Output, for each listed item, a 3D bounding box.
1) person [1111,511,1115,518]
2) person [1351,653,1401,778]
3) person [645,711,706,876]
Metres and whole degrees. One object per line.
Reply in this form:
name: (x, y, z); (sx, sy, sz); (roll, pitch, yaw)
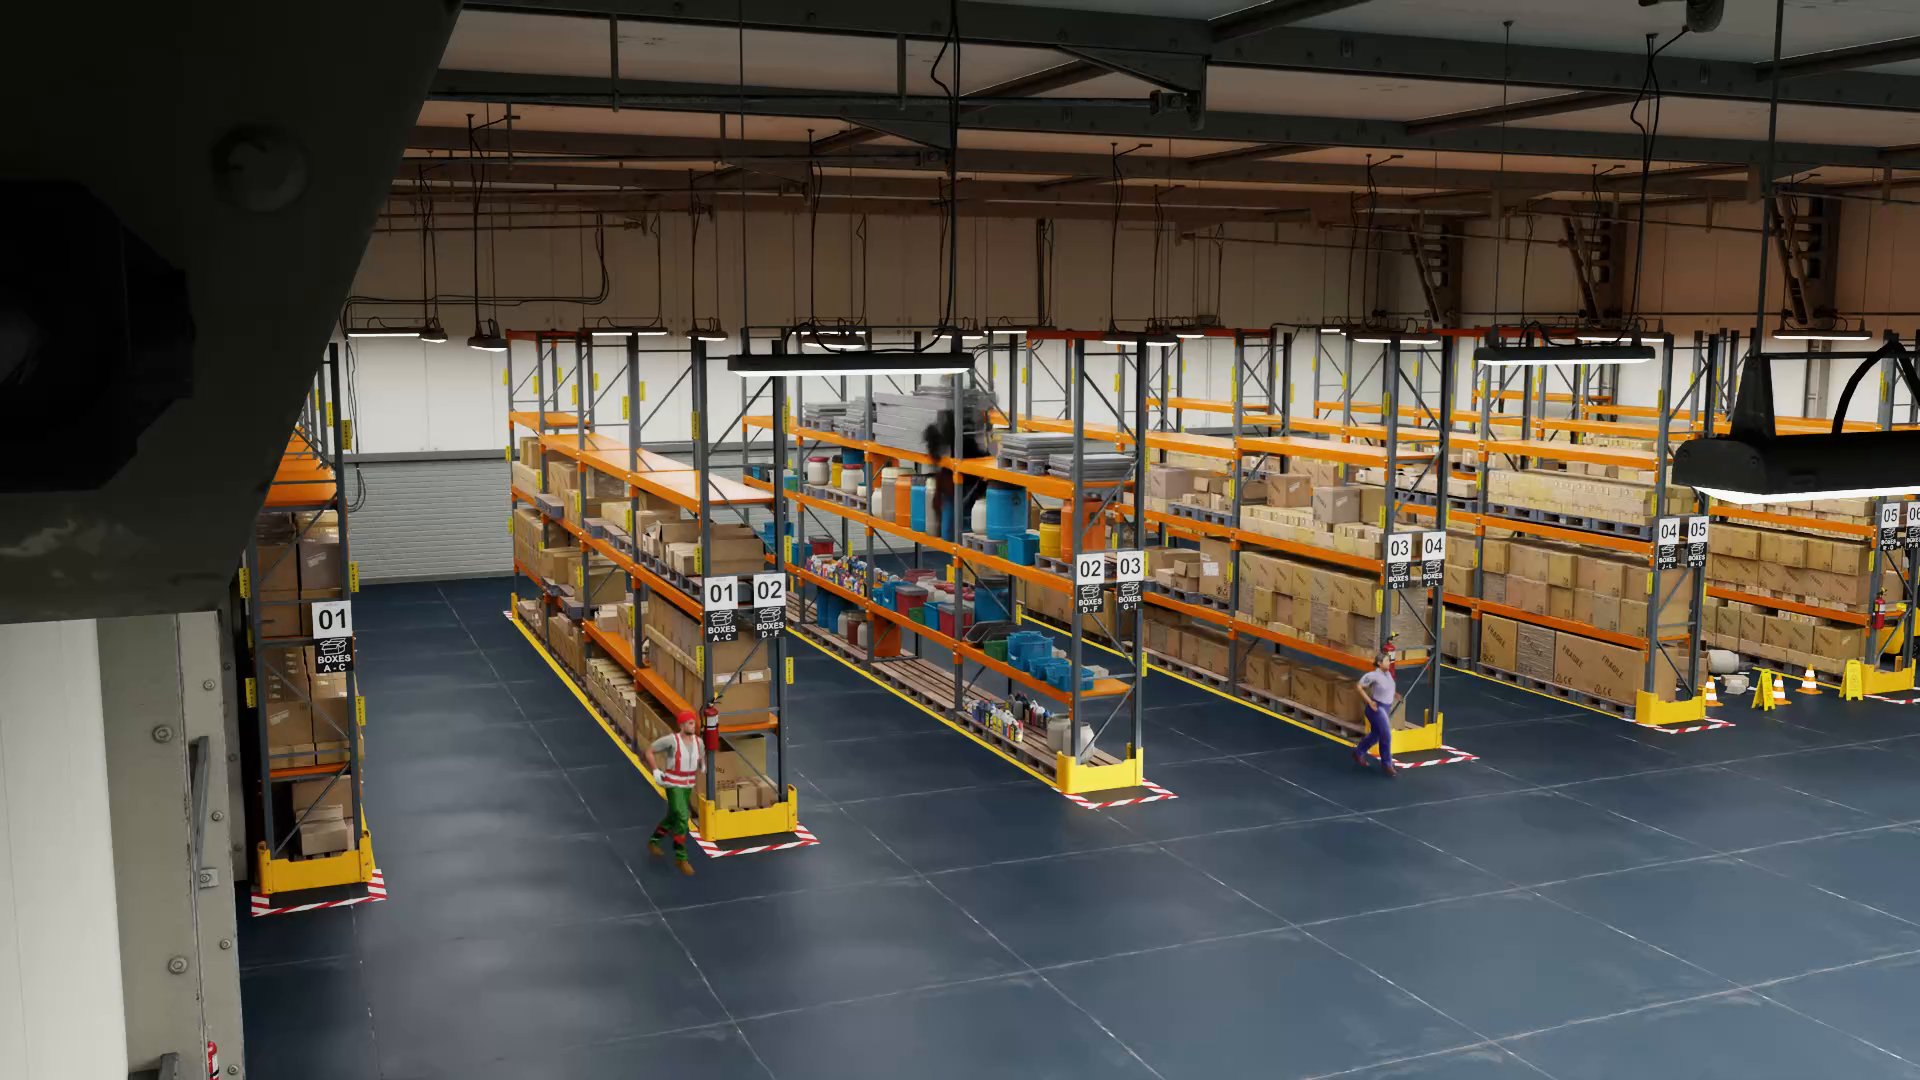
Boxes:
person: (3.573, 0.167, 39.023); (0.760, 1.732, 0.943); (-1, 8, -11)
person: (5.804, 2.398, 23.037); (0.796, 1.661, 0.602); (6, 10, 37)
person: (-3.221, 2.849, 19.195); (0.904, 1.784, 0.677); (6, 10, 36)
